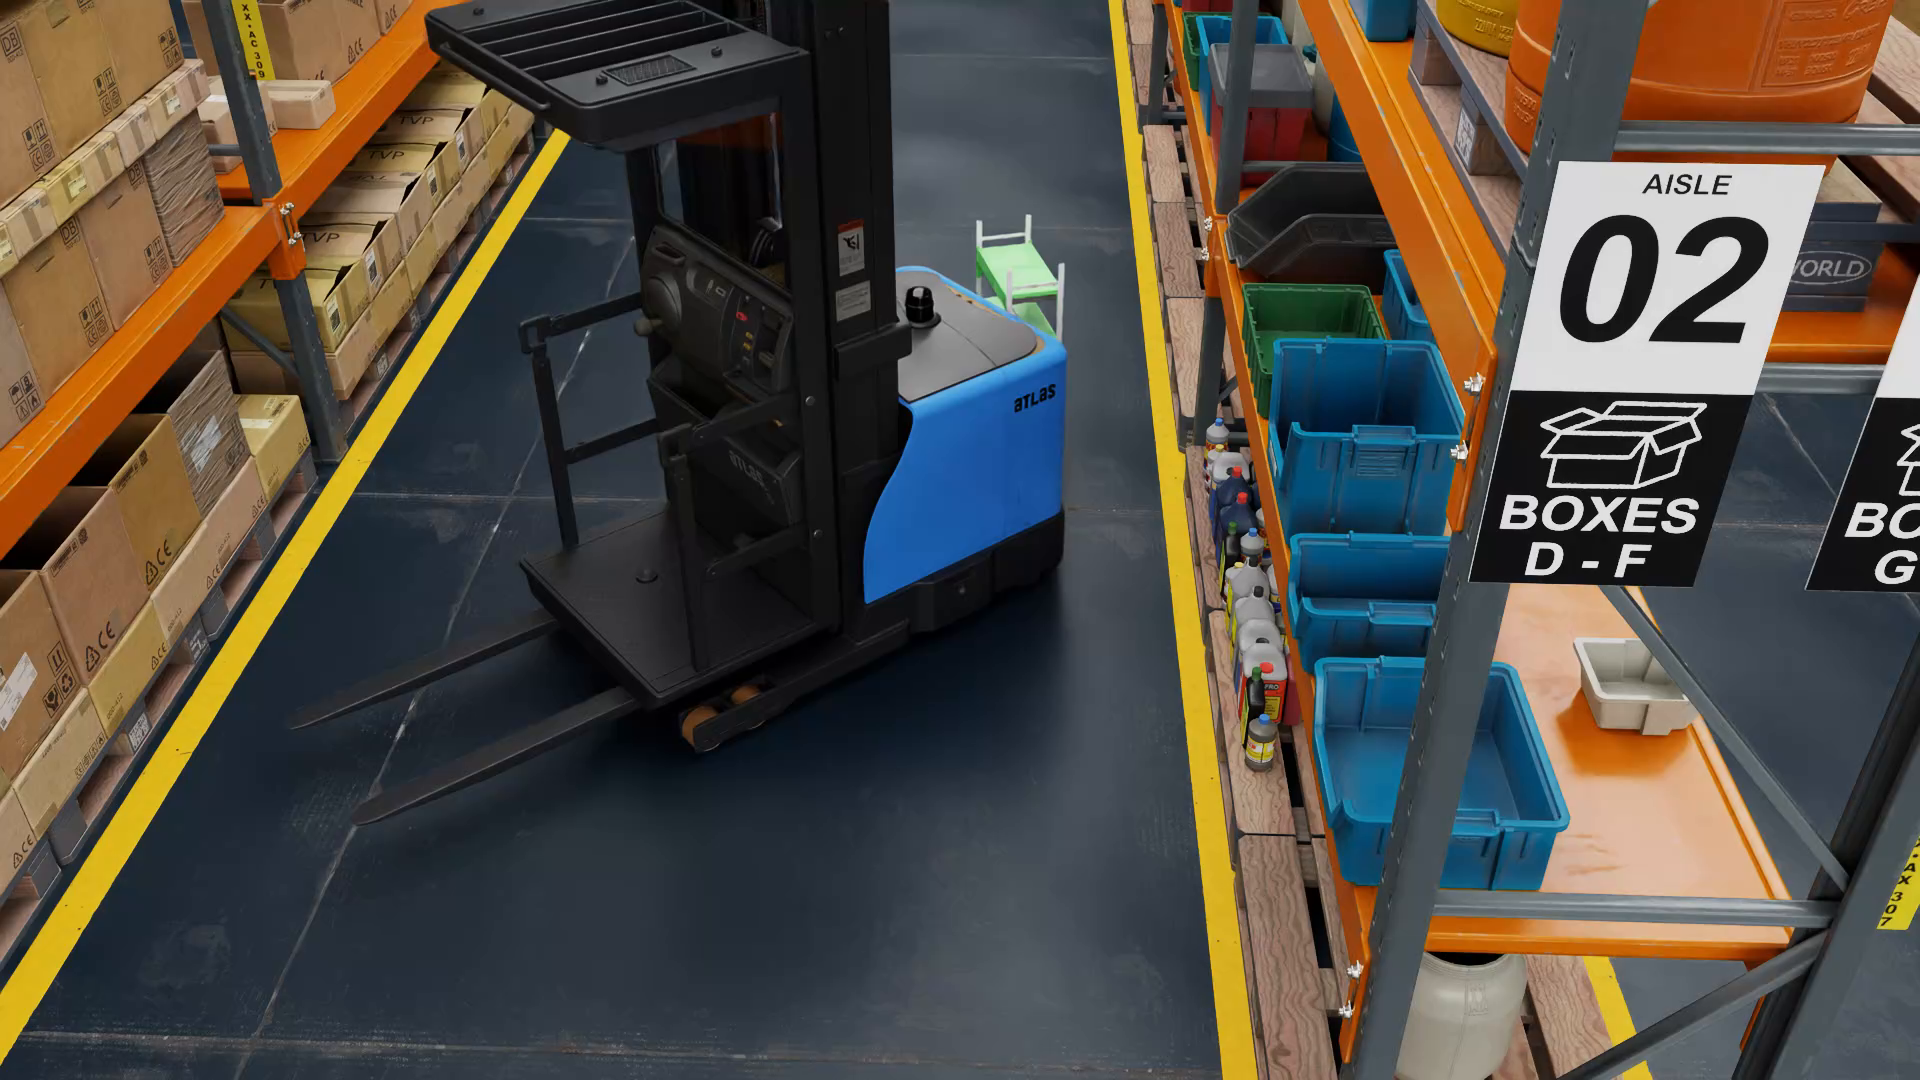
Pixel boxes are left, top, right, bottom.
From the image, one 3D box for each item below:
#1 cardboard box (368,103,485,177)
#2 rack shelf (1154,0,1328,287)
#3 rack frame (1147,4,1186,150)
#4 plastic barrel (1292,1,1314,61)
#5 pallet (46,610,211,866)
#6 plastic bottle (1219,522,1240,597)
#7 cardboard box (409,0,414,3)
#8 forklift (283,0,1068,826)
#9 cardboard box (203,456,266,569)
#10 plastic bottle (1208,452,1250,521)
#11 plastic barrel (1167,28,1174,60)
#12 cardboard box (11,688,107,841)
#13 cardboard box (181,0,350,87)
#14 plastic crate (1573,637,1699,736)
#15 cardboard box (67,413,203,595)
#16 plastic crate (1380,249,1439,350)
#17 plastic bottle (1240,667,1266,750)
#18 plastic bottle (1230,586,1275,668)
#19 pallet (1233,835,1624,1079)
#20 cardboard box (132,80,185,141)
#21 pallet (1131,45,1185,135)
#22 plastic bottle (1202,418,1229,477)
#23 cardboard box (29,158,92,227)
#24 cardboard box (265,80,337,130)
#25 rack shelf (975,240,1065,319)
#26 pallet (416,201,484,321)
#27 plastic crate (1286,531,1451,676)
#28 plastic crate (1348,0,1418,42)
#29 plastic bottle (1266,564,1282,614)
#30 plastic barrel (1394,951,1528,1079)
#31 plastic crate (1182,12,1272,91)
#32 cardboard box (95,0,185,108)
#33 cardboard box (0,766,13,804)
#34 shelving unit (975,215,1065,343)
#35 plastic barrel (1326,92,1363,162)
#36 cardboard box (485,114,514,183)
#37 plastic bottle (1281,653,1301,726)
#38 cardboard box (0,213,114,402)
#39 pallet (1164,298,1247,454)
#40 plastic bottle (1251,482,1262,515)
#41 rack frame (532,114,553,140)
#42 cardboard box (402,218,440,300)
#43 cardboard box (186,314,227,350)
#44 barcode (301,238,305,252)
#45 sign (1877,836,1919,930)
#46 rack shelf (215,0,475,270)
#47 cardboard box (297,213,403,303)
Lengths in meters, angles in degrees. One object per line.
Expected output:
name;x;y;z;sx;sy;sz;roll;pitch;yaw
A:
cardboard box;-3.040;-2.308;9.464;0.500;0.311;0.500;1;35;2
rack shelf;1.642;-2.367;8.635;1.077;0.370;4.000;1;35;2
rack frame;1.722;-3.811;10.063;1.000;3.000;0.127;1;35;2
plastic barrel;1.848;-2.534;8.129;0.433;0.535;0.433;0;35;0
pallet;-3.508;0.671;6.112;1.003;0.211;1.213;1;35;2
plastic bottle;1.059;0.075;6.514;0.061;0.283;0.133;3;35;4
cardboard box;-3.222;-3.090;9.257;0.380;0.149;0.250;4;35;5
forklift;-1.030;-0.764;5.788;3.031;2.935;1.130;-25;42;-31
cardboard box;-3.218;-0.117;6.834;0.500;0.250;0.500;1;35;2
plastic bottle;1.125;-0.219;6.939;0.152;0.276;0.135;3;35;4
plastic barrel;1.658;-3.572;11.523;0.421;0.512;0.421;0;35;0
cardboard box;-3.268;0.745;5.608;0.500;0.250;0.500;1;35;2
cardboard box;-3.319;-2.413;7.988;0.500;0.500;0.500;4;35;5
plastic crate;1.758;0.387;4.320;0.298;0.136;0.250;1;35;2
cardboard box;-3.236;-0.137;6.210;0.500;0.500;0.500;1;35;2
plastic crate;1.788;-0.809;5.922;0.499;0.251;0.616;1;35;2
plastic bottle;1.023;0.584;5.790;0.061;0.283;0.133;2;35;3
plastic bottle;1.082;0.305;6.128;0.144;0.351;0.185;3;35;4
pallet;1.395;1.415;5.053;1.003;0.211;1.213;1;35;2
cardboard box;-3.197;-1.632;6.313;0.380;0.149;0.250;1;35;1
pallet;1.712;-3.124;11.511;1.003;0.211;1.213;1;35;2
plastic bottle;1.111;-0.403;7.205;0.097;0.271;0.097;0;35;0
cardboard box;-3.227;-1.190;5.683;0.380;0.149;0.250;1;35;2
cardboard box;-3.148;-2.031;7.749;0.380;0.149;0.250;1;35;2
rack shelf;0.247;-1.091;7.035;0.258;0.148;0.480;-8;36;-12
pallet;-3.351;-1.615;9.364;1.003;0.211;1.213;1;35;2
plastic crate;1.154;0.179;4.516;0.499;0.251;0.408;1;35;2
plastic crate;1.177;-1.538;4.234;0.392;0.384;0.575;1;35;2
plastic bottle;1.239;0.218;6.318;0.152;0.276;0.135;1;35;2
plastic barrel;1.351;1.252;4.658;0.421;0.512;0.421;0;35;0
plastic crate;1.349;-2.433;8.287;0.450;0.188;0.662;1;35;2
cardboard box;-3.399;-1.946;6.194;0.700;0.500;0.500;1;35;2
cardboard box;-3.286;0.725;4.983;0.500;0.500;0.500;1;35;2
shelving unit;0.247;-0.750;7.274;0.258;1.200;0.503;-8;36;-12
plastic barrel;1.880;-1.932;6.955;0.600;0.901;0.708;1;35;2
cardboard box;-3.022;-2.370;10.039;0.500;0.250;0.500;1;35;1
plastic bottle;1.180;0.510;5.896;0.061;0.283;0.133;1;35;2
cardboard box;-3.438;-0.823;5.726;0.700;0.500;0.500;2;35;3
pallet;1.554;-0.824;8.238;1.003;0.211;1.213;1;35;2
plastic bottle;1.258;-0.151;6.778;0.144;0.351;0.185;1;35;2
rack frame;-3.227;-3.927;10.229;1.000;3.000;0.127;1;35;2
cardboard box;-3.084;-1.493;8.792;0.500;0.250;0.500;0;35;0
cardboard box;-3.658;-1.145;7.808;0.500;0.311;0.500;1;35;2
barcode;-2.962;-1.316;7.470;0.001;0.075;0.075;1;35;2
sign;1.950;0.688;3.422;0.100;0.325;0.005;1;35;2
rack shelf;-3.307;-2.484;8.801;1.077;0.370;4.000;1;35;2
cardboard box;-3.097;-1.424;8.206;0.500;0.311;0.500;1;35;1
